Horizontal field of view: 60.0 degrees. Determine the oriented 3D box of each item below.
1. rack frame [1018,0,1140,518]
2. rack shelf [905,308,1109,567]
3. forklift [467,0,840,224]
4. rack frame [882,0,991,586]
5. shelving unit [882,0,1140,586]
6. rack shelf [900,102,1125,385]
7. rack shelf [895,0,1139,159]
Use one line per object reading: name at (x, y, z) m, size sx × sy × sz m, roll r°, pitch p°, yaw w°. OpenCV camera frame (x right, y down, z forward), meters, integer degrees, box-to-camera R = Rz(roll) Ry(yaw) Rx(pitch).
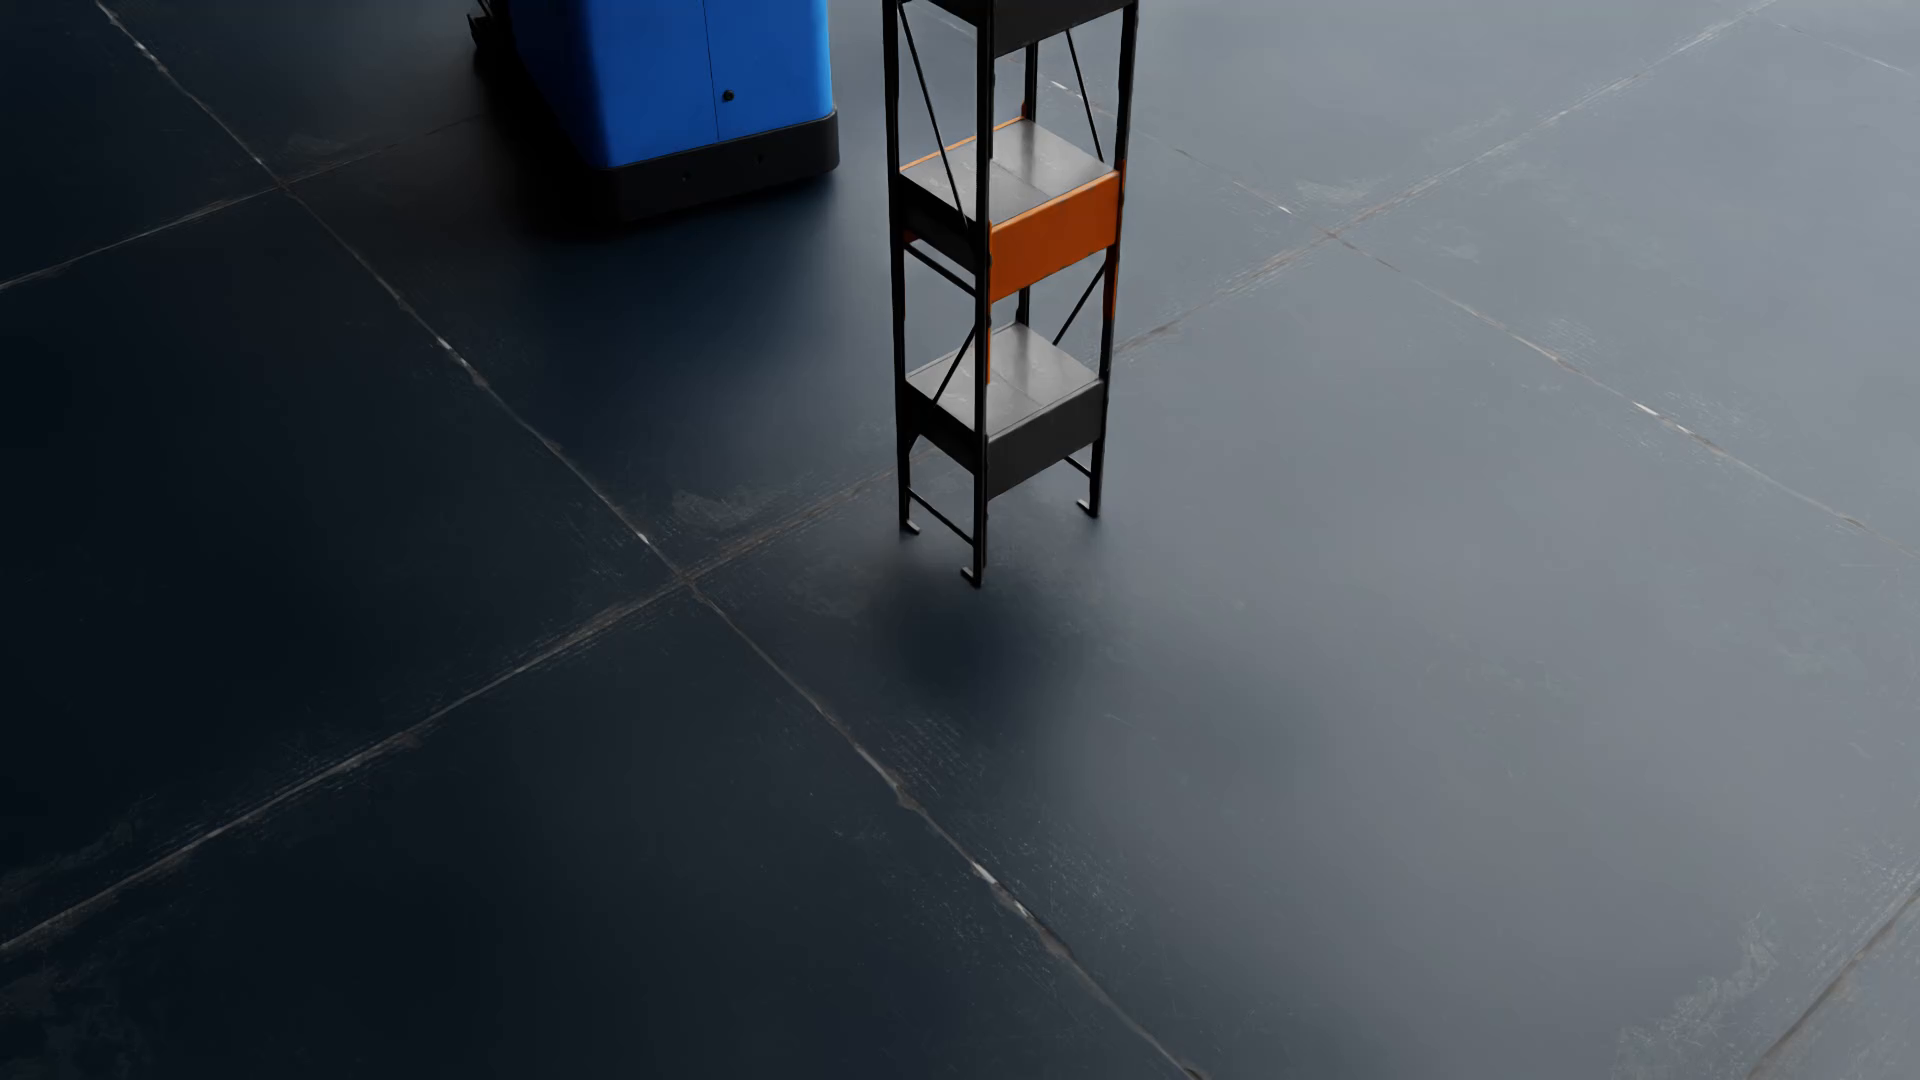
rack frame at (0.314, -0.945, 4.723) m, size 0.015 × 2.100 × 0.400 m, roll -30°, pitch 51°, yaw -28°
rack shelf at (0.127, -0.318, 5.097) m, size 0.480 × 0.518 × 0.431 m, roll -30°, pitch 51°, yaw -28°
forklift at (-1.589, -3.303, 6.626) m, size 1.130 × 2.935 × 3.031 m, roll -18°, pitch 46°, yaw -19°
rack frame at (-0.060, -0.731, 4.494) m, size 0.015 × 2.100 × 0.400 m, roll -30°, pitch 51°, yaw -28°
shelving unit at (0.127, -0.838, 4.609) m, size 0.503 × 2.100 × 0.431 m, roll -30°, pitch 51°, yaw -28°
rack shelf at (0.127, -0.828, 4.618) m, size 0.480 × 0.518 × 0.431 m, roll -30°, pitch 51°, yaw -28°
rack shelf at (0.127, -1.338, 4.139) m, size 0.480 × 0.518 × 0.431 m, roll -30°, pitch 51°, yaw -28°
